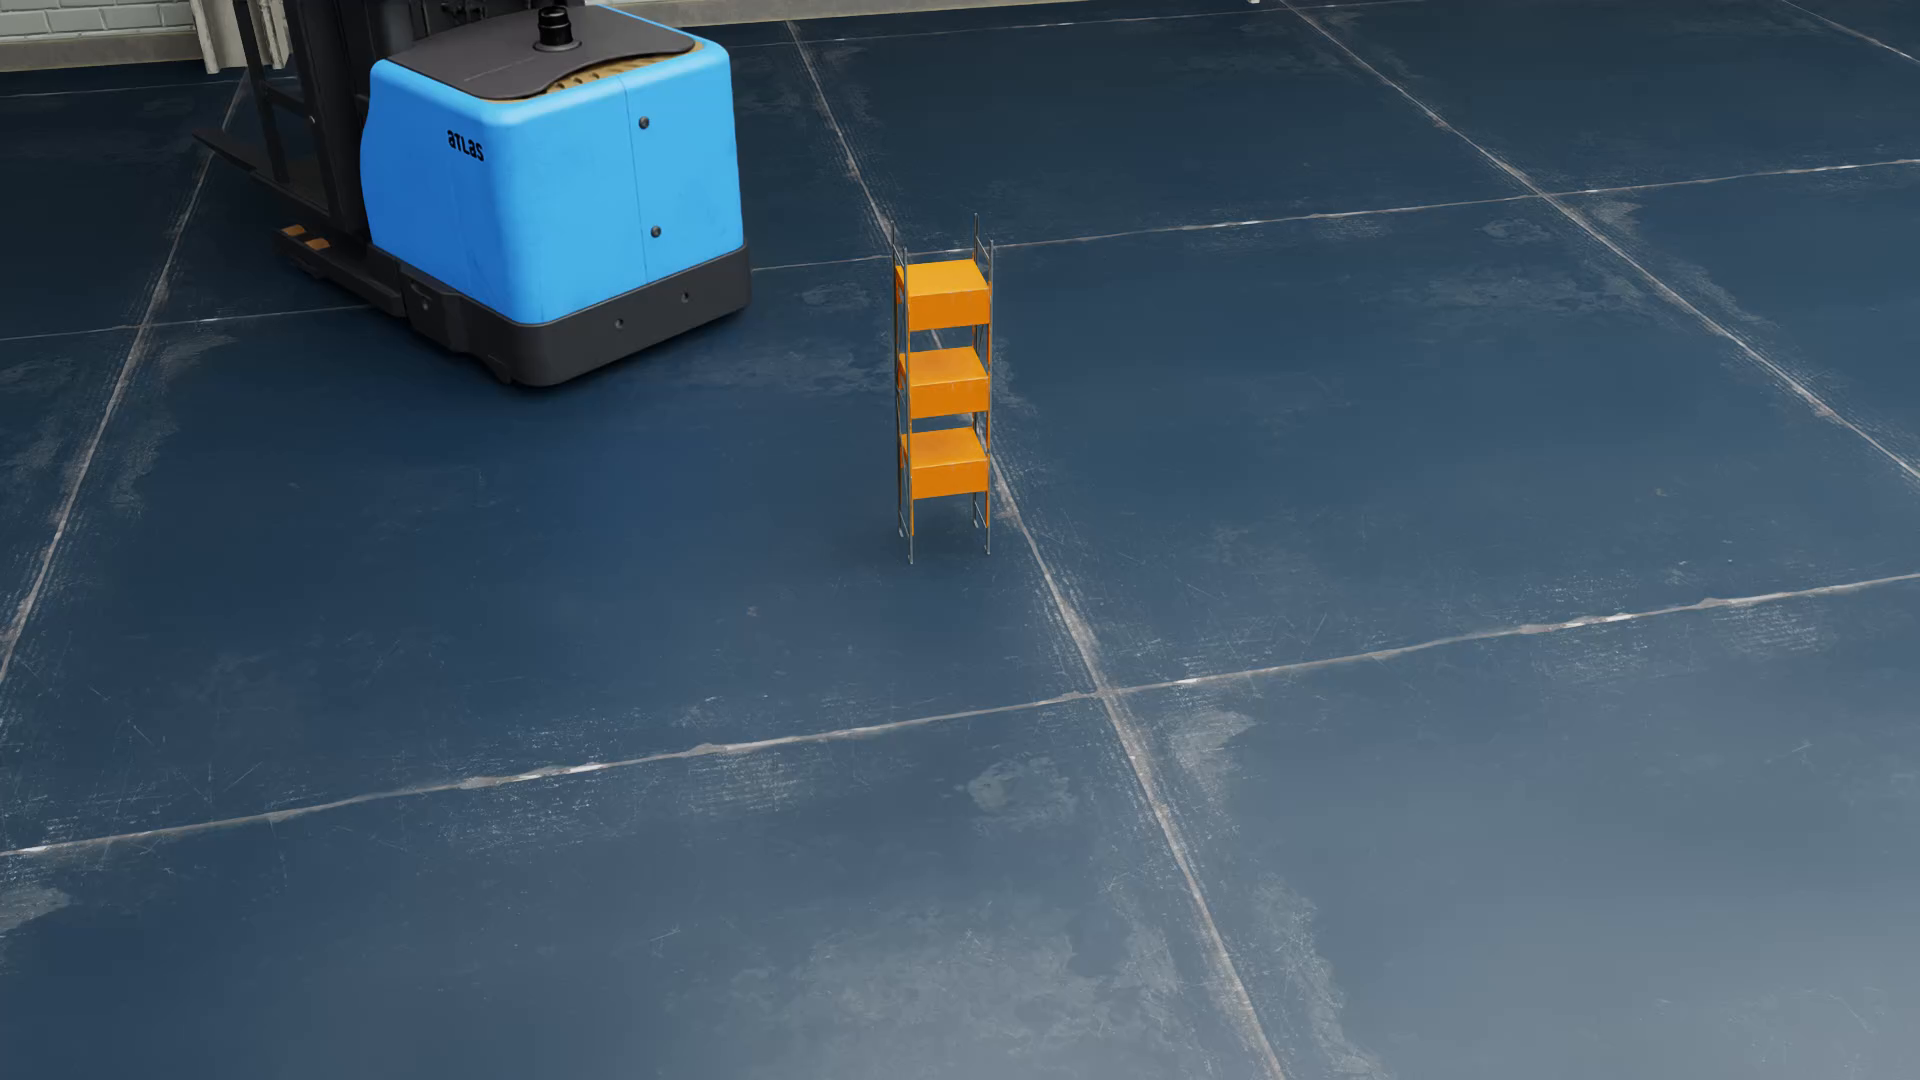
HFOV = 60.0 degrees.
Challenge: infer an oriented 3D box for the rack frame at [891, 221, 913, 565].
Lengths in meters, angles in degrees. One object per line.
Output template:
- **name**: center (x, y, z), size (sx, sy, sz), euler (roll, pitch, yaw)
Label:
- **rack frame**: center (-0.171, -0.414, 4.925), size (0.008, 1.050, 0.200), euler (-7, 35, -11)

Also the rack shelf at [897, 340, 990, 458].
- **rack shelf**: center (-0.052, -0.421, 4.954), size (0.240, 0.259, 0.215), euler (-7, 35, -11)

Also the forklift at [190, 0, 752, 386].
- **forklift**: center (-2.228, -2.475, 6.308), size (3.031, 2.935, 1.130), euler (28, 43, 35)

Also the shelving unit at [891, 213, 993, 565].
- **shelving unit**: center (-0.052, -0.429, 4.948), size (0.252, 1.050, 0.215), euler (-7, 35, -11)

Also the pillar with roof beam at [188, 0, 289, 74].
- **pillar with roof beam**: center (-2.975, -4.034, 3.185), size (0.400, 9.000, 9.100), euler (-7, 35, -11)

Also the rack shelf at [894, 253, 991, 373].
- **rack shelf**: center (-0.052, -0.656, 4.795), size (0.240, 0.259, 0.215), euler (-7, 35, -11)

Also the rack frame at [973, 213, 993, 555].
- **rack frame**: center (0.067, -0.444, 4.970), size (0.008, 1.050, 0.200), euler (-7, 35, -11)

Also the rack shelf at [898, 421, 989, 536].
- **rack shelf**: center (-0.052, -0.190, 5.108), size (0.240, 0.259, 0.215), euler (-7, 35, -11)
